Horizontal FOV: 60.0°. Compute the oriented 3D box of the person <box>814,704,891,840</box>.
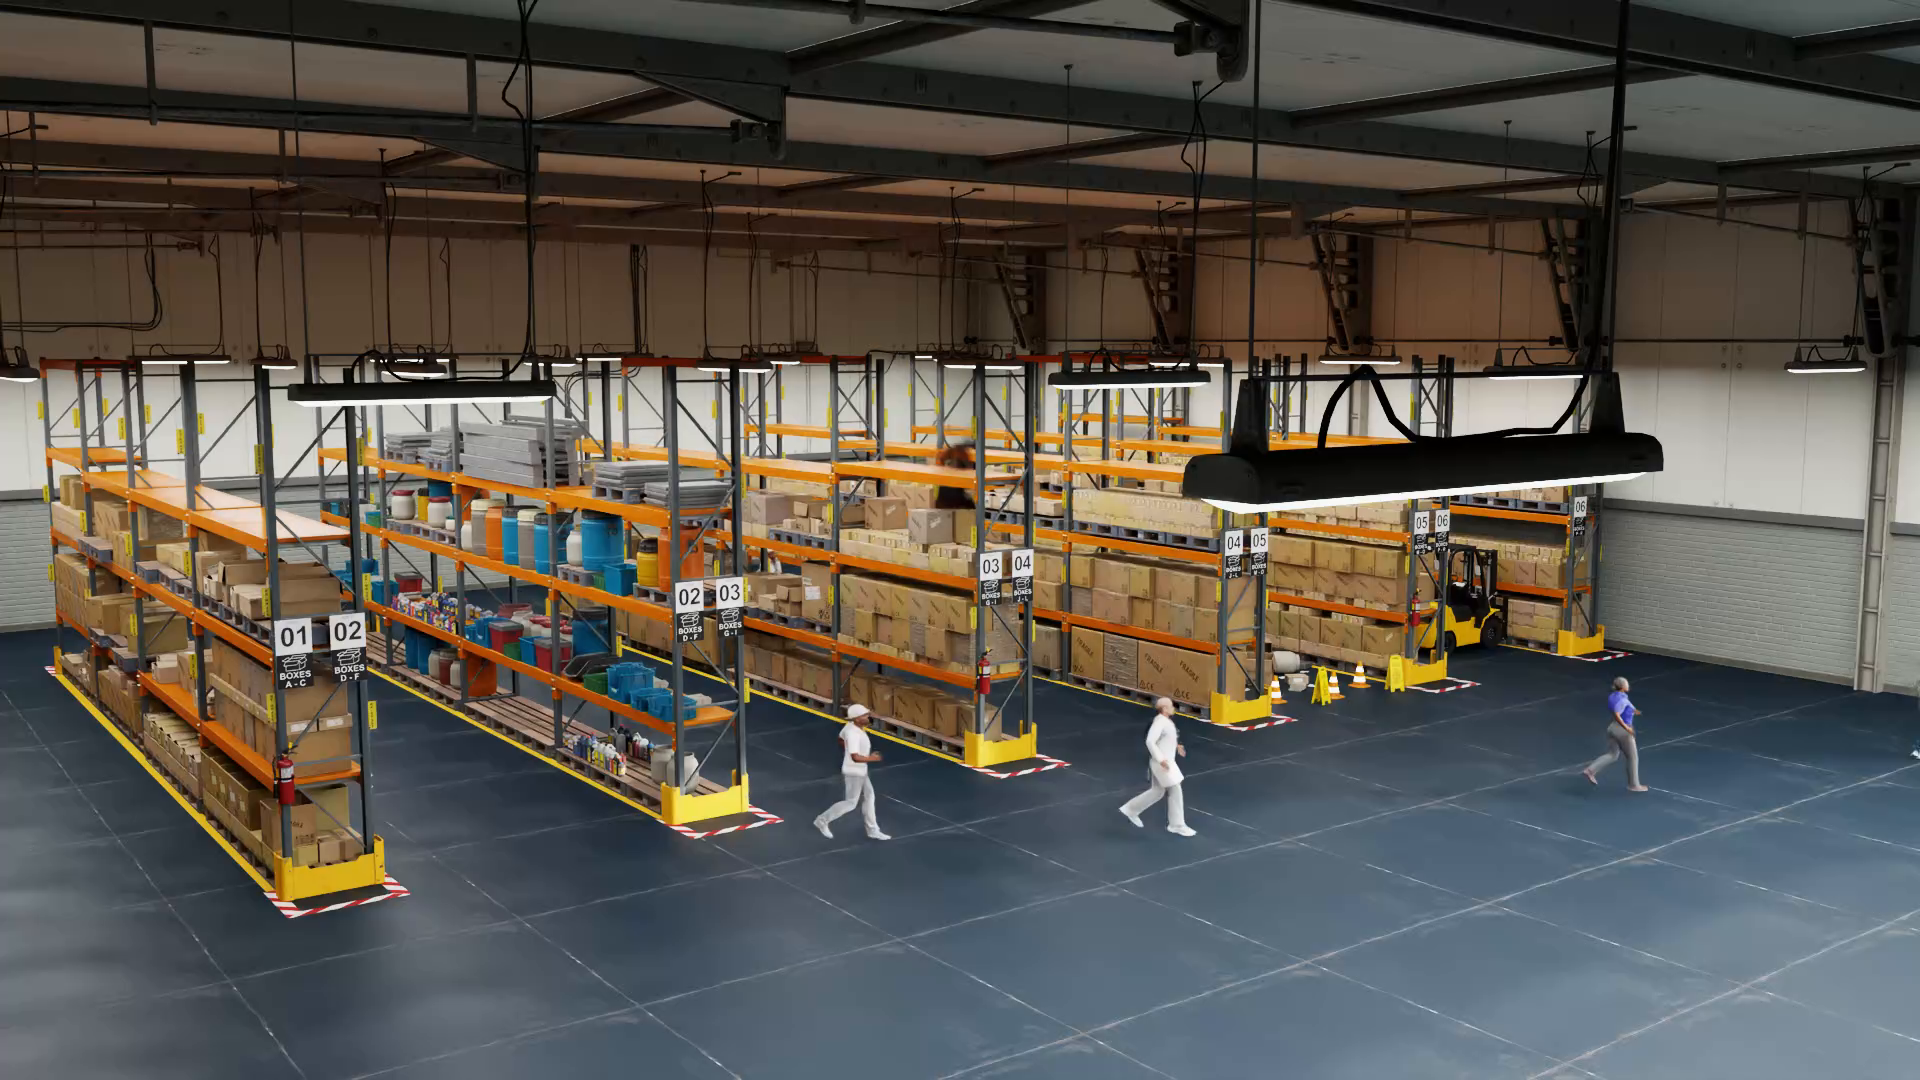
[{"bbox_3d":[-1.363,2.942,20.989,0.975,1.773,0.710,0,7,-3],"label":"person"}]

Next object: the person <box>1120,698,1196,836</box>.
[{"bbox_3d":[2.559,2.903,21.346,0.966,1.793,0.717,0,7,0],"label":"person"}]

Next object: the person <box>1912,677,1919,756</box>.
[{"bbox_3d":[14.760,2.532,25.083,0.632,1.552,0.520,2,7,17],"label":"person"}]

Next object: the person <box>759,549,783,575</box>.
[{"bbox_3d":[-4.179,1.032,36.834,0.674,1.808,0.849,-5,8,-36],"label":"person"}]

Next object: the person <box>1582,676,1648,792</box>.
[{"bbox_3d":[9.226,2.713,23.271,0.905,1.633,0.583,-1,7,-7],"label":"person"}]
